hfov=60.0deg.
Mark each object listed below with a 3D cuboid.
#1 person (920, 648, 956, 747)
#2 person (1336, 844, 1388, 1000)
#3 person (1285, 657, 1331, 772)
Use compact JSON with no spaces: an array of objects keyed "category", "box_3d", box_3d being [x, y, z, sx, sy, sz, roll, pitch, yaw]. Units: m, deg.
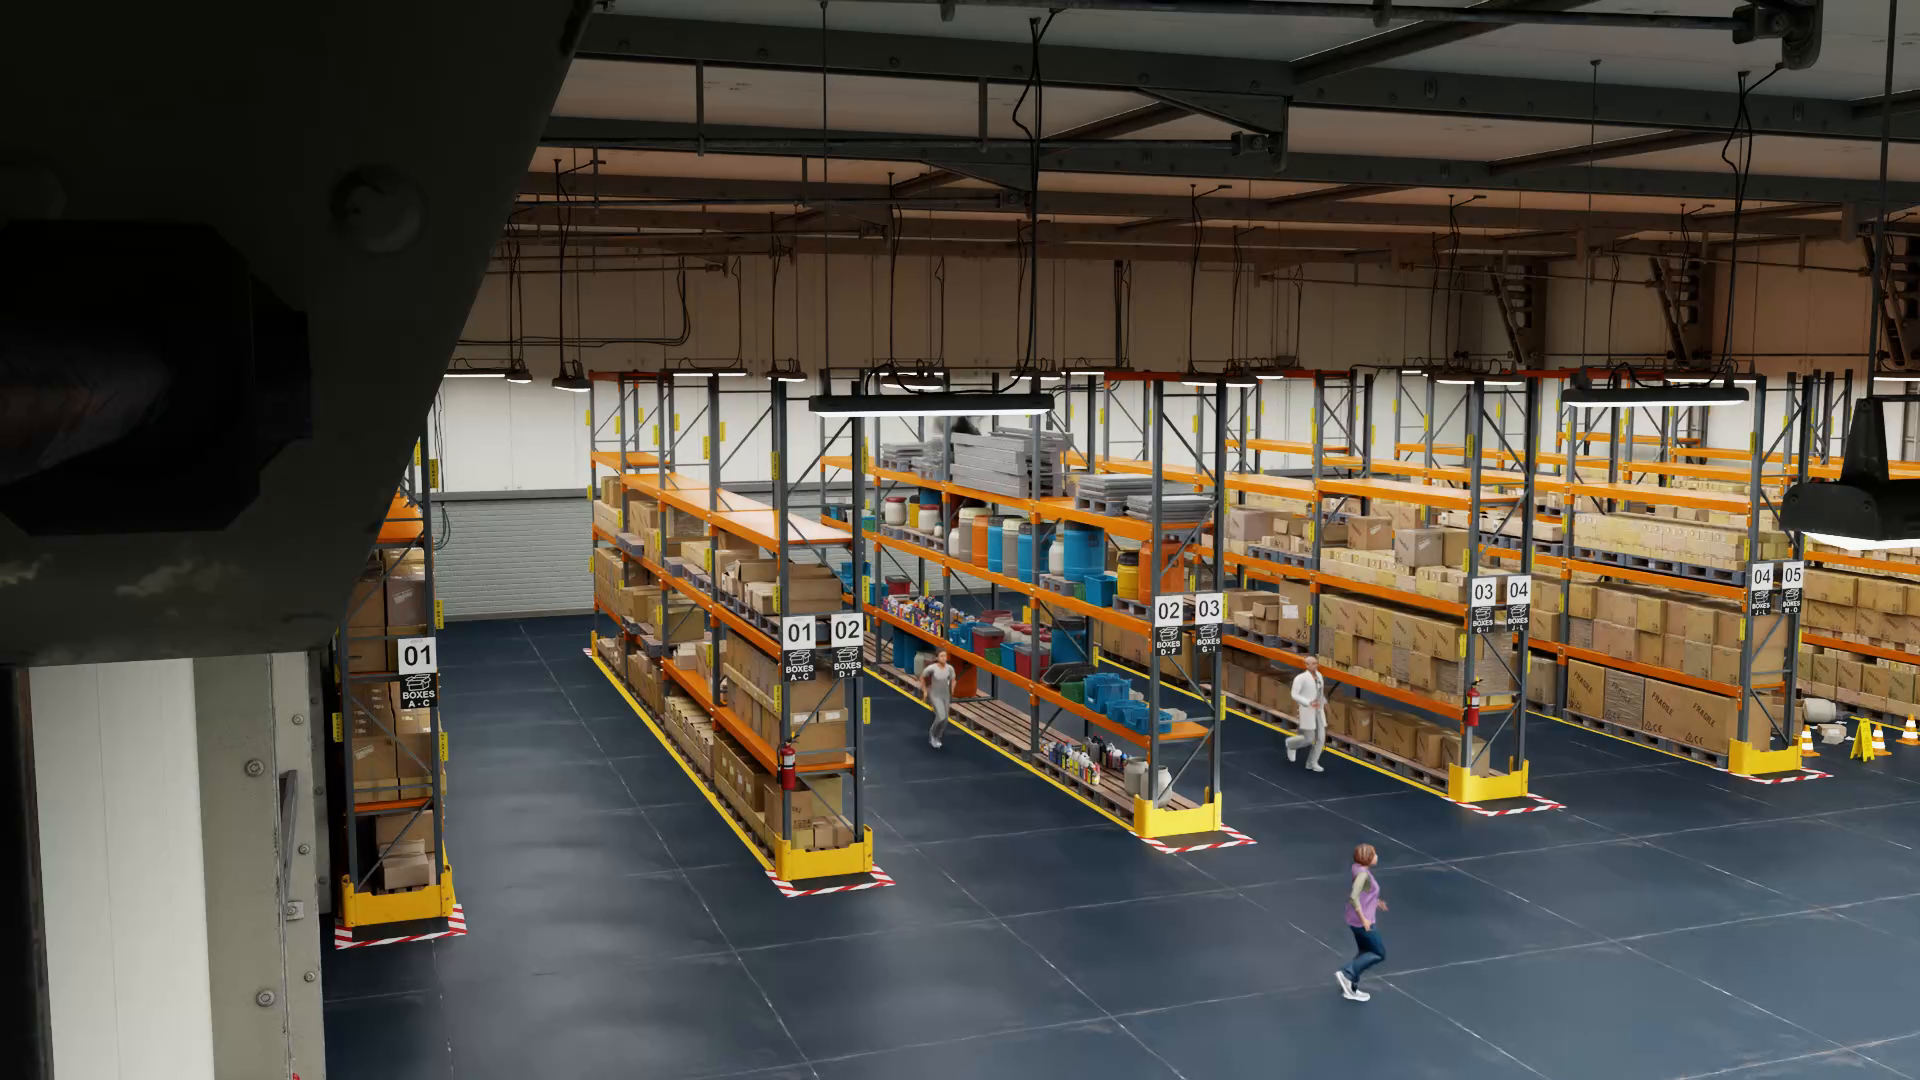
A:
[{"category":"person","box_3d":[-0.315,2.538,26.623,0.536,1.626,0.702,-3,7,-27]},{"category":"person","box_3d":[3.954,3.743,16.311,0.532,1.569,0.549,0,6,1]},{"category":"person","box_3d":[5.318,2.633,25.395,0.699,1.737,0.757,-4,8,-33]}]
